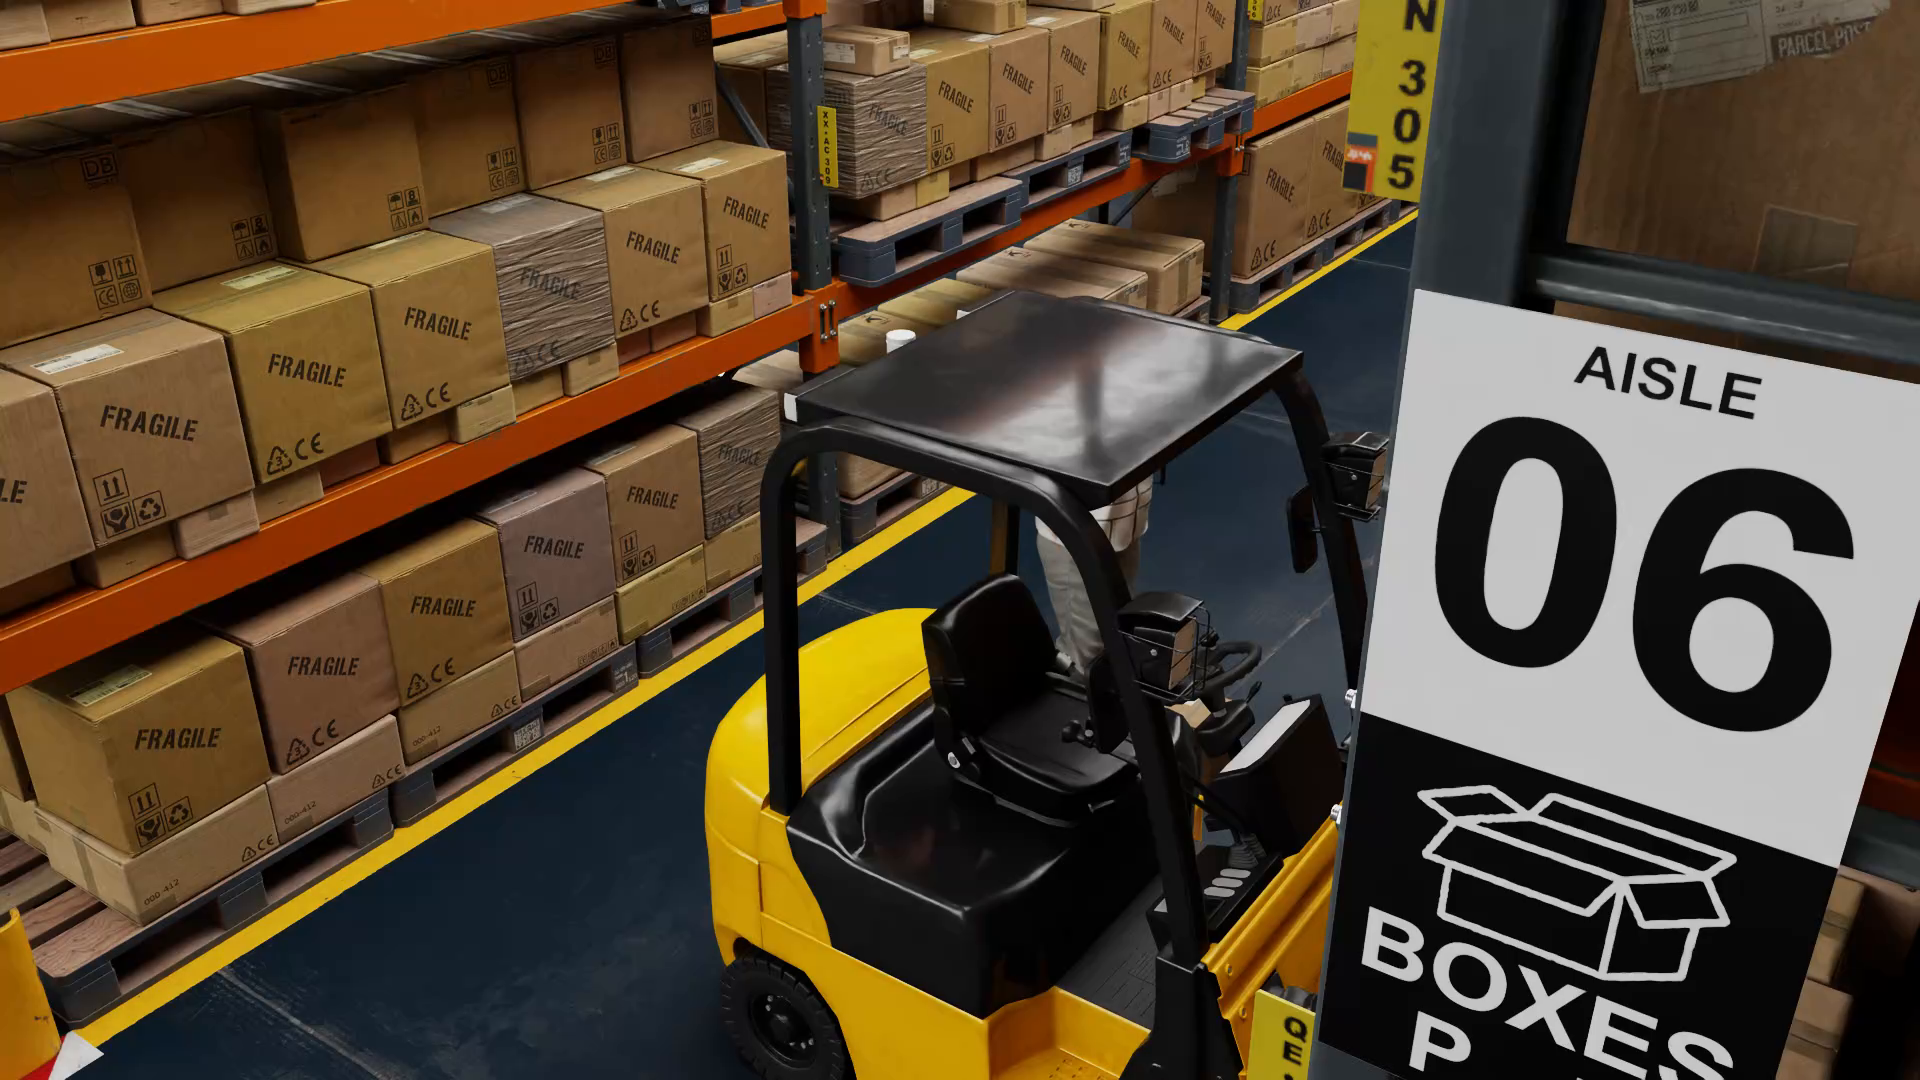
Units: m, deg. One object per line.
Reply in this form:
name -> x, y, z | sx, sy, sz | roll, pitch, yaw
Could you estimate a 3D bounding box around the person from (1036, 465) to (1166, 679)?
person -> 0.507, -0.012, 6.148 | 0.392, 1.661, 0.466 | 18, 32, 32
